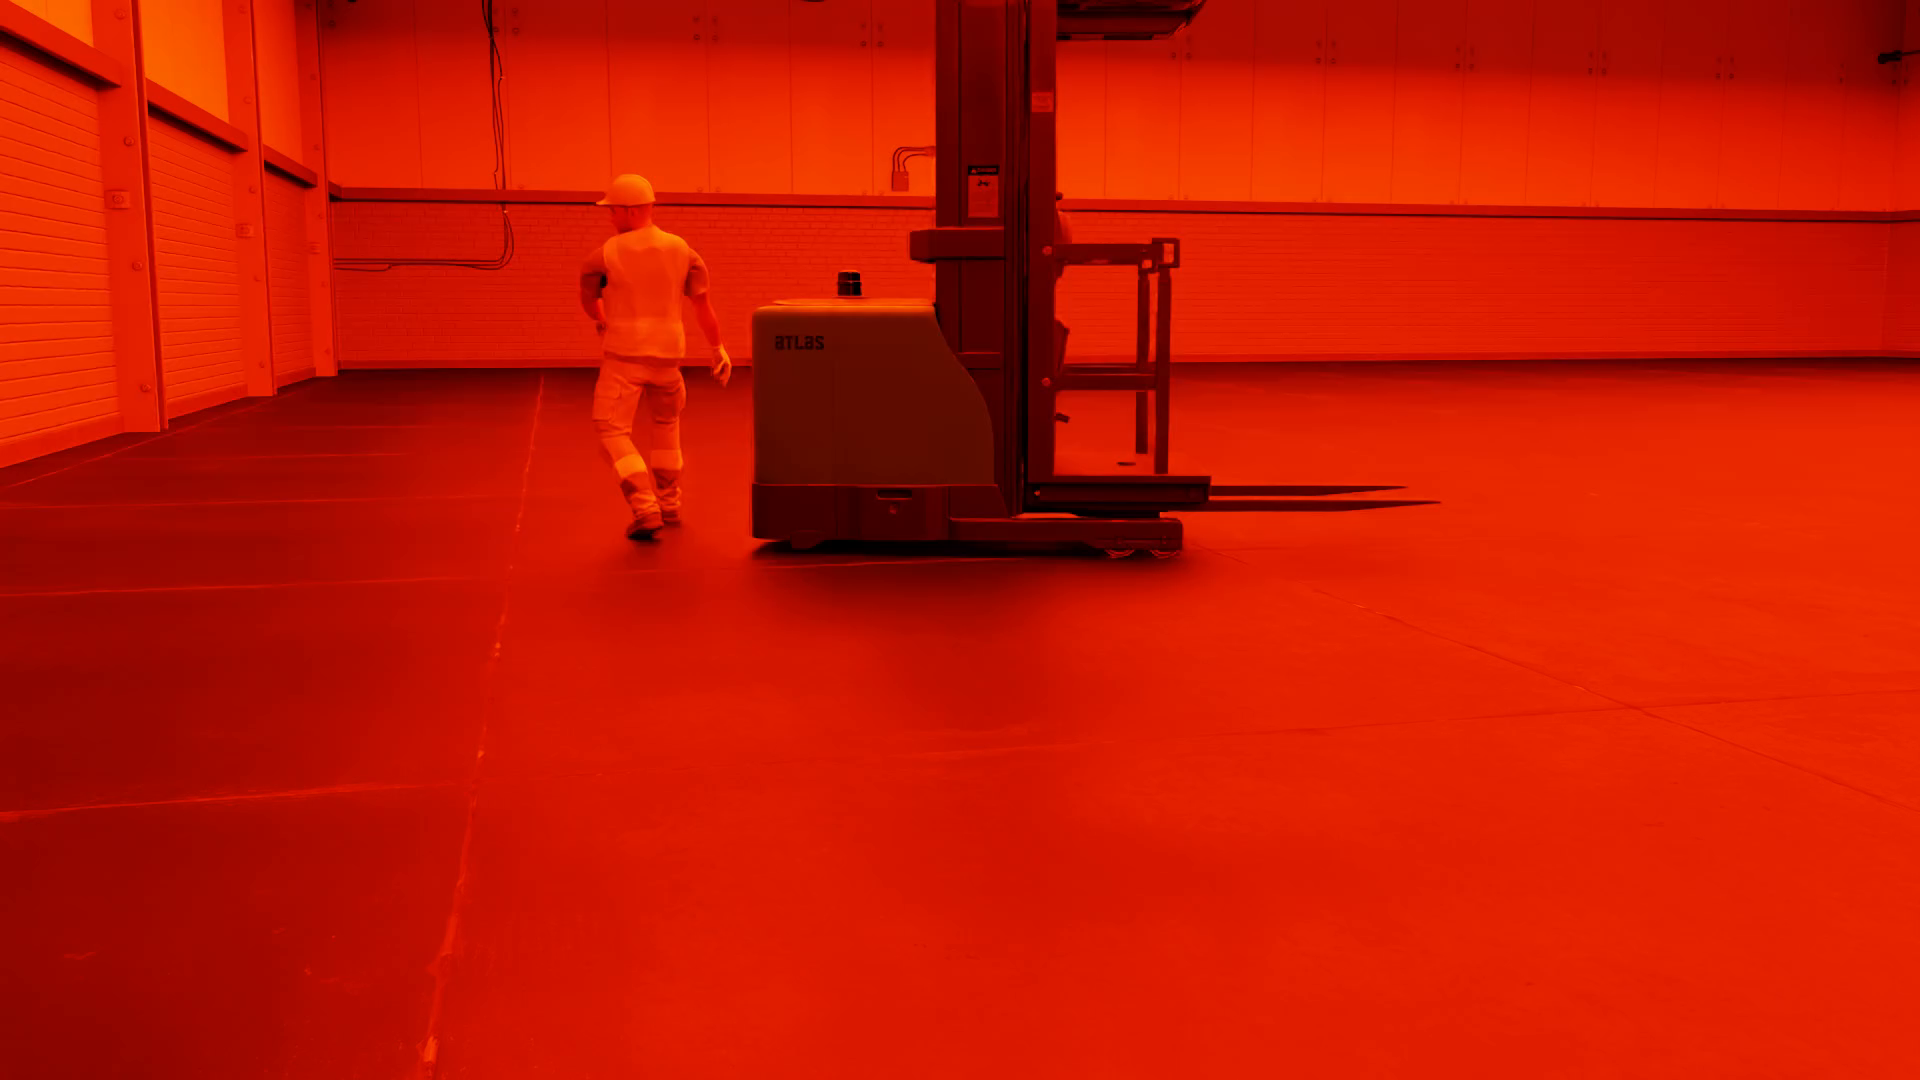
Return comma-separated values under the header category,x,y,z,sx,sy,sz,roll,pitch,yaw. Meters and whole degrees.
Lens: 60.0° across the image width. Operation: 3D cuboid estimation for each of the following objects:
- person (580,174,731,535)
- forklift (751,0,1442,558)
category,x,y,z,sx,sy,sz,roll,pitch,yaw
person,-1.478,-0.896,8.062,0.713,1.697,0.844,-6,10,-37
forklift,0.610,-1.450,7.494,3.031,2.935,1.130,0,8,1
